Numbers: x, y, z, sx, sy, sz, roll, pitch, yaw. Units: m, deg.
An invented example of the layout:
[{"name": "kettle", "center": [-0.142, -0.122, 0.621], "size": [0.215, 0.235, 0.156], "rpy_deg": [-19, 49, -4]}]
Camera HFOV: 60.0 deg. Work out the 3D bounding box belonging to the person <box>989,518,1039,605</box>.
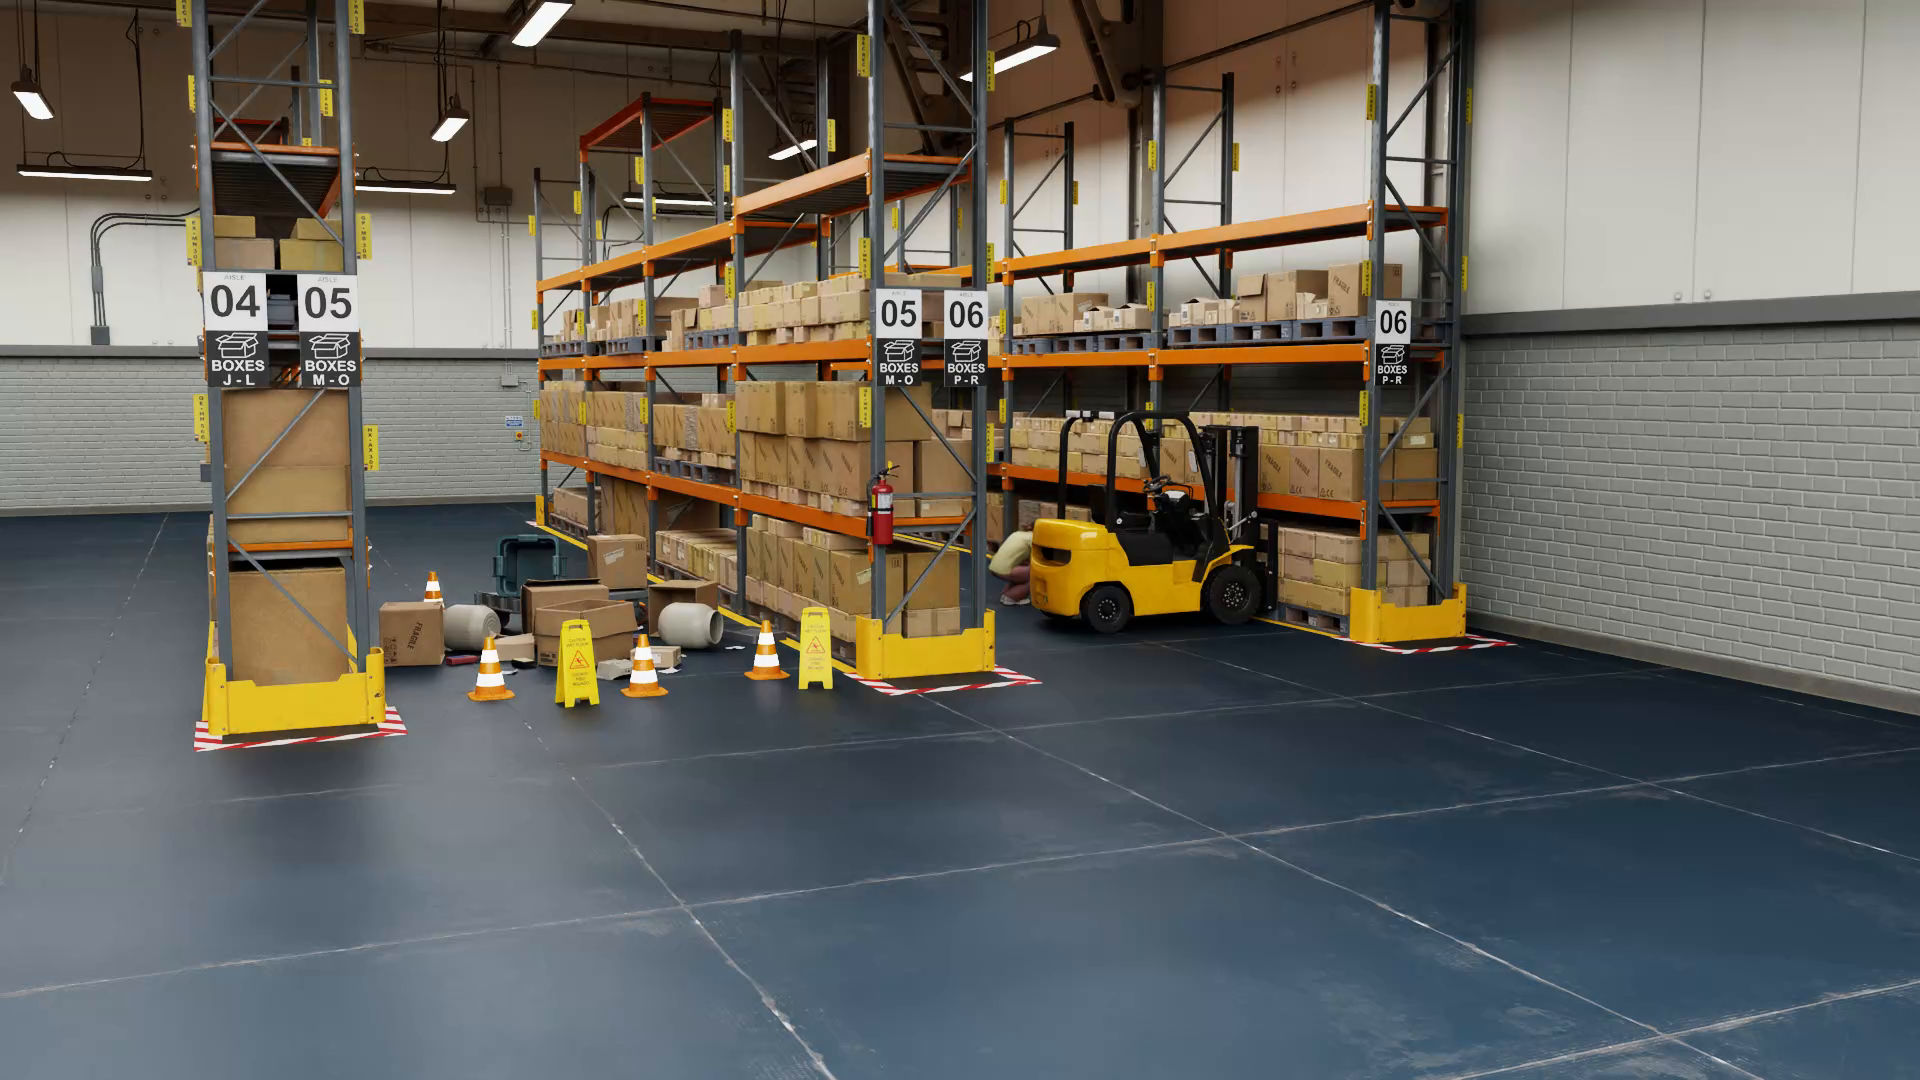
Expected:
[{"name": "person", "center": [0.704, 0.305, 18.439], "size": [0.795, 0.796, 0.478], "rpy_deg": [-2, 6, -24]}]
